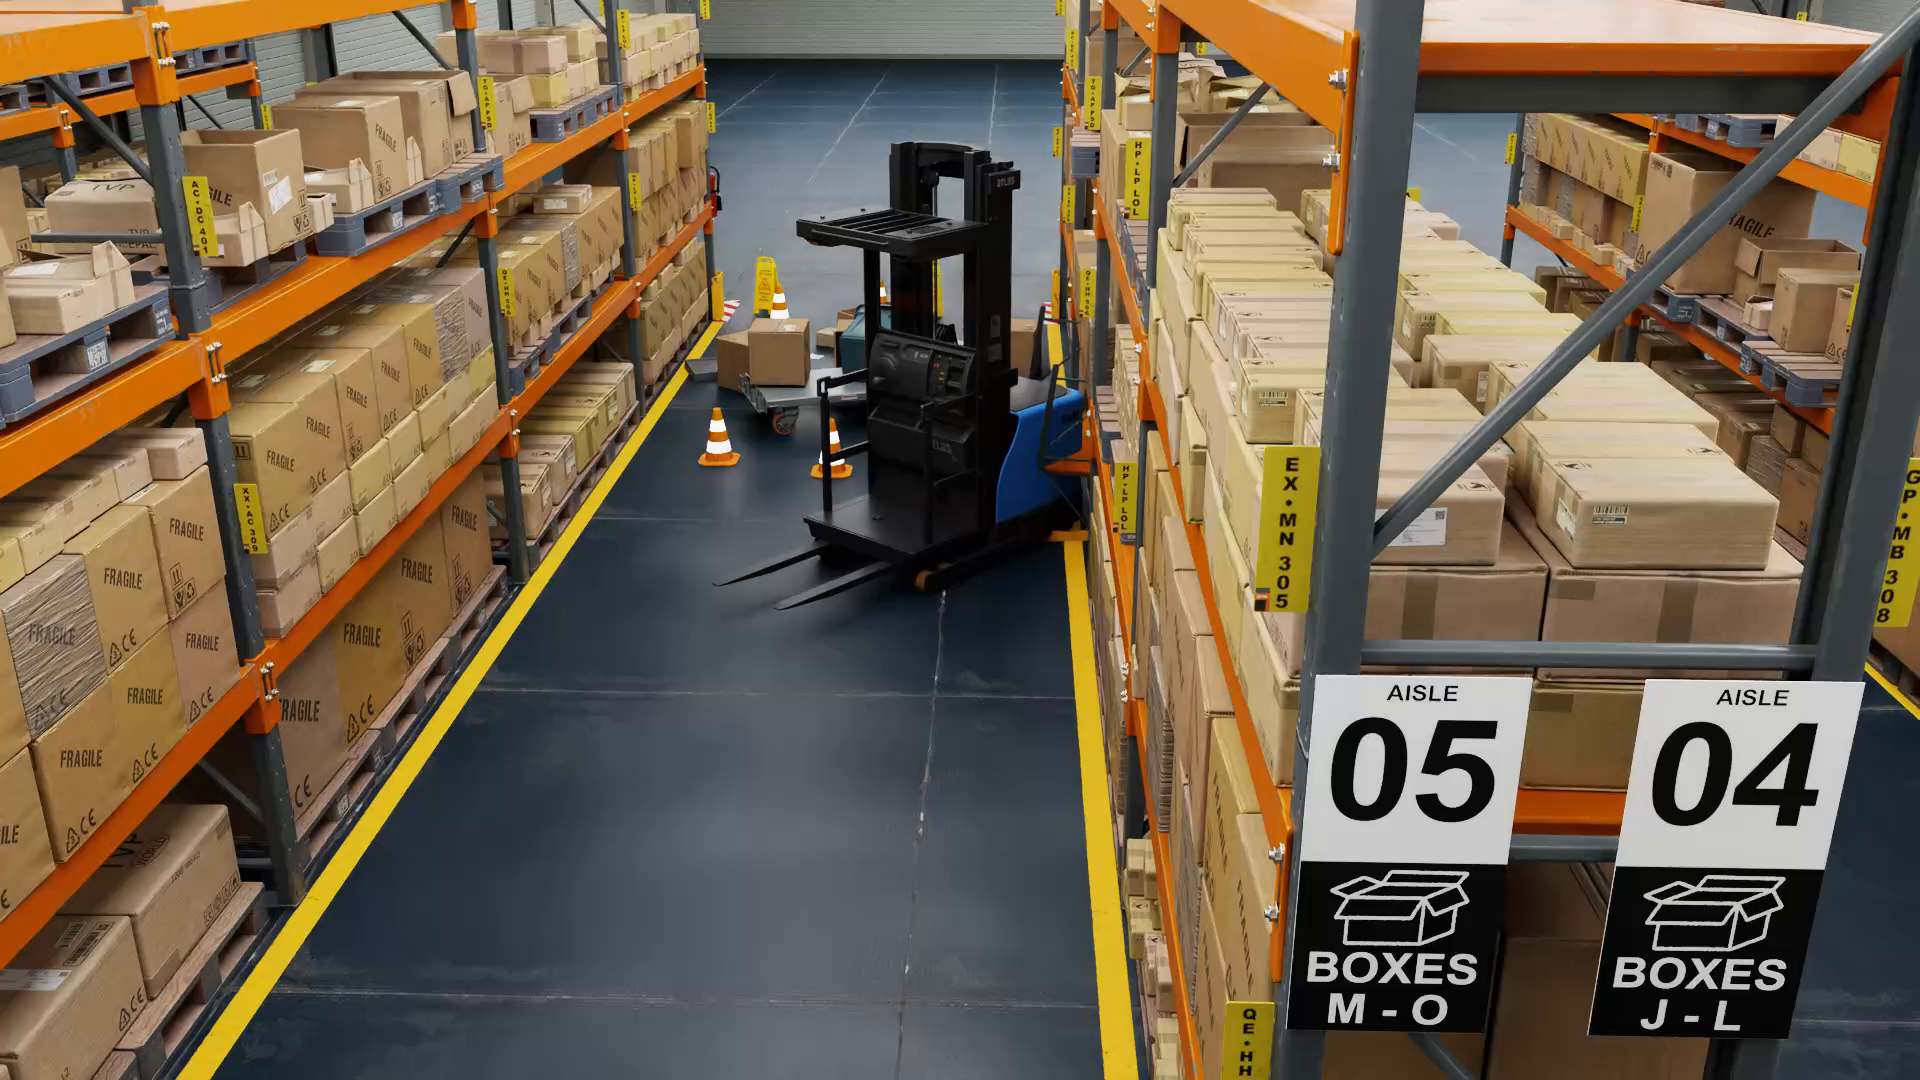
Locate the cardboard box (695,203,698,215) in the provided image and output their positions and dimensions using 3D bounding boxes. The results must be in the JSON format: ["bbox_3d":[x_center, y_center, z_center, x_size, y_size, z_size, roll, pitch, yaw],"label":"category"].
[{"bbox_3d":[-3.034,-3.556,17.894,0.380,0.149,0.250,0,21,1],"label":"cardboard box"}]

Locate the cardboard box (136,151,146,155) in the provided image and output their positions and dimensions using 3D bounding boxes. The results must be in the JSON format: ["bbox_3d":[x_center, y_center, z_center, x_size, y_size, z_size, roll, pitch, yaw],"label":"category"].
[{"bbox_3d":[-8.113,-3.850,16.859,0.380,0.149,0.250,1,21,2],"label":"cardboard box"}]

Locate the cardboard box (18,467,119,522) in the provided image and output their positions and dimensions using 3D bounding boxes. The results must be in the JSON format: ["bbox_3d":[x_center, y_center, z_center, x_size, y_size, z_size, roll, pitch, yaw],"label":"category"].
[{"bbox_3d":[-3.500,-0.173,6.411,0.380,0.149,0.250,1,21,2],"label":"cardboard box"}]

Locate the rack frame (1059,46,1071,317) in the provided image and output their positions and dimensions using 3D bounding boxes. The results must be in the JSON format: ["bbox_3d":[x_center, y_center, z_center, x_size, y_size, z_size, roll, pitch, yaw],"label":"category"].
[{"bbox_3d":[1.641,-3.978,18.634,1.000,3.000,0.127,1,21,2],"label":"rack frame"}]

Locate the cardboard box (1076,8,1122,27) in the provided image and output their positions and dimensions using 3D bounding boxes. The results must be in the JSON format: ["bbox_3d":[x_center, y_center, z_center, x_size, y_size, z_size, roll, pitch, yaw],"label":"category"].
[{"bbox_3d":[1.212,-4.563,14.521,0.380,0.149,0.250,0,21,1],"label":"cardboard box"}]

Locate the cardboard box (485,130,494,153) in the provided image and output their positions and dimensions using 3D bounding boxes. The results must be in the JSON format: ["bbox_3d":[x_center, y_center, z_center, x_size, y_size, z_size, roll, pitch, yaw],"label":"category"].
[{"bbox_3d":[-3.366,-2.643,11.234,0.396,0.266,0.258,1,21,2],"label":"cardboard box"}]

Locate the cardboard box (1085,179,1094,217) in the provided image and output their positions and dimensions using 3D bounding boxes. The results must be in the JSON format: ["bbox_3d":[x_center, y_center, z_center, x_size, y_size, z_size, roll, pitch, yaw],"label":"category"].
[{"bbox_3d":[1.565,-3.238,15.027,0.875,0.550,0.550,1,21,2],"label":"cardboard box"}]

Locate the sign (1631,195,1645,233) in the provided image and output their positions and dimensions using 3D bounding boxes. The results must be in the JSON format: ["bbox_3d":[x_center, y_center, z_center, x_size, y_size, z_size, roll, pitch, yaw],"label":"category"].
[{"bbox_3d":[5.931,-2.847,14.523,0.100,0.325,0.005,1,21,2],"label":"sign"}]

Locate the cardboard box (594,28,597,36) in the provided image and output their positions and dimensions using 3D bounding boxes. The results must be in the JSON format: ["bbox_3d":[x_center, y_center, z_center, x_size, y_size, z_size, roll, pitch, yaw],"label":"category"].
[{"bbox_3d":[-3.668,-4.789,15.824,0.380,0.149,0.250,1,21,2],"label":"cardboard box"}]

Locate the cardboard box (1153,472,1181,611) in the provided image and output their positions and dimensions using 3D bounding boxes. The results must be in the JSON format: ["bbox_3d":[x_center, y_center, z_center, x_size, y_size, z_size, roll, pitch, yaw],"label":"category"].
[{"bbox_3d":[1.018,0.058,6.302,0.500,0.500,0.500,0,21,0],"label":"cardboard box"}]

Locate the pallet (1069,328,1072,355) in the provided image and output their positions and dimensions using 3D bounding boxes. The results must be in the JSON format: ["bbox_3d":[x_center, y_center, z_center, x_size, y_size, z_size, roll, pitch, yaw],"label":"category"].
[{"bbox_3d":[1.655,-1.948,17.257,1.003,0.211,1.213,1,21,2],"label":"pallet"}]

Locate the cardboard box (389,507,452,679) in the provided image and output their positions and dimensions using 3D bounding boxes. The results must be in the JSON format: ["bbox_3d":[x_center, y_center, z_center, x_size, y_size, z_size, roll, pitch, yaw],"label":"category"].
[{"bbox_3d":[-3.689,0.263,10.061,0.875,0.875,0.875,1,21,2],"label":"cardboard box"}]

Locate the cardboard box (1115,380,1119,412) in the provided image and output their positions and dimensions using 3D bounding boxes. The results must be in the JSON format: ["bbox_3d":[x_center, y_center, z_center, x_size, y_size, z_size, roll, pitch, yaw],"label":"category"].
[{"bbox_3d":[1.174,-0.907,10.487,0.380,0.149,0.250,2,21,4],"label":"cardboard box"}]

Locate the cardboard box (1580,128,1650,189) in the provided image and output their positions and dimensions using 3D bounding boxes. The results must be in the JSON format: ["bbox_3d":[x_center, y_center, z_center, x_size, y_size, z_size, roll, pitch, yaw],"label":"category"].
[{"bbox_3d":[6.242,-3.619,15.778,0.500,0.500,0.500,1,21,2],"label":"cardboard box"}]

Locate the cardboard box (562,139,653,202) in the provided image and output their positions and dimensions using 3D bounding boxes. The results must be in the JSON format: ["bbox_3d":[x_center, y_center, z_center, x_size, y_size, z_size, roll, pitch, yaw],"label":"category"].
[{"bbox_3d":[-3.202,-3.358,15.104,0.700,0.500,0.500,0,21,1],"label":"cardboard box"}]

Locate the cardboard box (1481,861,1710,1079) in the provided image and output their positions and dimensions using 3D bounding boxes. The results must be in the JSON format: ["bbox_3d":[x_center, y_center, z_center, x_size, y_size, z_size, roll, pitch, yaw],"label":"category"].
[{"bbox_3d":[1.433,0.996,3.882,0.500,0.500,0.500,1,21,1],"label":"cardboard box"}]

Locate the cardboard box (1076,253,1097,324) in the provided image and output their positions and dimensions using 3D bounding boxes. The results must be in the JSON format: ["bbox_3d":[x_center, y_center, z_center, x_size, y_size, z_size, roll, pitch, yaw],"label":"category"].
[{"bbox_3d":[1.202,-2.028,13.470,0.500,0.500,0.500,1,21,1],"label":"cardboard box"}]

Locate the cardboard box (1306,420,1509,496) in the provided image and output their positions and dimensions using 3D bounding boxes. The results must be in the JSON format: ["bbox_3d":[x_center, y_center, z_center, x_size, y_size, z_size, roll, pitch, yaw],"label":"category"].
[{"bbox_3d":[0.955,-0.152,3.592,0.380,0.149,0.250,1,21,2],"label":"cardboard box"}]

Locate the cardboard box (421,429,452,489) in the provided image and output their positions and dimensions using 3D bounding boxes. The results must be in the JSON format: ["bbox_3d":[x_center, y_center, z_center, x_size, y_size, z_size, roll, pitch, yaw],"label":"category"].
[{"bbox_3d":[-3.340,-0.481,9.829,0.500,0.250,0.500,0,21,1],"label":"cardboard box"}]

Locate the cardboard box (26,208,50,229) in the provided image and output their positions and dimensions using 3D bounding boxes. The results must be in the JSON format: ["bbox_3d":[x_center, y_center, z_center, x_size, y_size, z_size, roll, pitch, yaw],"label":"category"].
[{"bbox_3d":[-8.548,-1.049,11.557,0.655,1.239,7.297,1,21,3],"label":"cardboard box"}]

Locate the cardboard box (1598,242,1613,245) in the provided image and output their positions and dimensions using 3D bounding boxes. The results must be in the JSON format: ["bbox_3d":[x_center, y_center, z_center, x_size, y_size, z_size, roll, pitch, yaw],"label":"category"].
[{"bbox_3d":[6.307,-2.765,15.855,0.380,0.149,0.250,1,21,2],"label":"cardboard box"}]

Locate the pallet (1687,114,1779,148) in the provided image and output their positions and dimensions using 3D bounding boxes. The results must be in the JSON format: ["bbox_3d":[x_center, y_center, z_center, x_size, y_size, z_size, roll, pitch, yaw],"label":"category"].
[{"bbox_3d":[6.320,-3.154,12.624,1.213,0.211,1.003,1,21,2],"label":"pallet"}]

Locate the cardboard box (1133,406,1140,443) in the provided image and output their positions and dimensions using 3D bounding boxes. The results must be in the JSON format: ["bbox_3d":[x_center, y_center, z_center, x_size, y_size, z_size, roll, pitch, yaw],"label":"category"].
[{"bbox_3d":[1.133,-0.614,8.908,0.380,0.149,0.250,0,21,-1],"label":"cardboard box"}]

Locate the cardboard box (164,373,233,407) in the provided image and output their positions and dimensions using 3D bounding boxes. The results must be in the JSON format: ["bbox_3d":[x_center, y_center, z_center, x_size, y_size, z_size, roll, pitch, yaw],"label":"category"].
[{"bbox_3d":[-3.904,-0.521,8.205,0.500,0.500,0.500,1,21,3],"label":"cardboard box"}]

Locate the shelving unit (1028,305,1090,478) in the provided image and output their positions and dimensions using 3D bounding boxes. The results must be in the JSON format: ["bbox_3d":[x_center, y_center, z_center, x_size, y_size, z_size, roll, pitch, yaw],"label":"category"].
[{"bbox_3d":[0.787,-0.872,12.641,0.500,1.500,0.985,5,32,-6],"label":"shelving unit"}]

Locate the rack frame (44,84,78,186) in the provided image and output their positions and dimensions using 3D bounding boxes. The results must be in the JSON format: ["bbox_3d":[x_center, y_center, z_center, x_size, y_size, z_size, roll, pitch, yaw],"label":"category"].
[{"bbox_3d":[-8.393,-2.603,15.090,1.000,3.000,0.127,1,21,2],"label":"rack frame"}]

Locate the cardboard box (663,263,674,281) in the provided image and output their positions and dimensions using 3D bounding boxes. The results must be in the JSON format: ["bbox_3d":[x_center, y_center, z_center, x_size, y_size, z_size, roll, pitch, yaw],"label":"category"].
[{"bbox_3d":[-3.061,-2.653,16.508,0.380,0.149,0.250,2,21,5],"label":"cardboard box"}]

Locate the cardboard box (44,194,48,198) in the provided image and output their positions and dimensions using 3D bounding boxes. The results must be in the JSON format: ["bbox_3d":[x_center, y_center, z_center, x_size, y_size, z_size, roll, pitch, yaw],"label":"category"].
[{"bbox_3d":[-8.667,-3.162,15.496,0.380,0.149,0.250,0,21,0],"label":"cardboard box"}]

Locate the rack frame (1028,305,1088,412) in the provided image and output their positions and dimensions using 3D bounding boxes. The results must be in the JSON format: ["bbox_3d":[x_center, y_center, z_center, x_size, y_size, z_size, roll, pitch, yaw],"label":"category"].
[{"bbox_3d":[0.764,-1.125,13.045,0.500,1.500,0.032,5,32,-6],"label":"rack frame"}]

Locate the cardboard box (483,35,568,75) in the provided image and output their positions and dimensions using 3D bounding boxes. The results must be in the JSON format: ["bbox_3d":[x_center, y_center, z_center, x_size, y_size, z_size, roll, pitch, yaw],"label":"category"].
[{"bbox_3d":[-3.331,-3.727,12.776,0.500,0.250,0.500,1,21,3],"label":"cardboard box"}]

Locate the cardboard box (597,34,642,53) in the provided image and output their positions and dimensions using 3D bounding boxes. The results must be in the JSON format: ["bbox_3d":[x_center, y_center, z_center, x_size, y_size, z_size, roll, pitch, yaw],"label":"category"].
[{"bbox_3d":[-3.100,-4.502,15.085,0.380,0.149,0.250,0,21,0],"label":"cardboard box"}]

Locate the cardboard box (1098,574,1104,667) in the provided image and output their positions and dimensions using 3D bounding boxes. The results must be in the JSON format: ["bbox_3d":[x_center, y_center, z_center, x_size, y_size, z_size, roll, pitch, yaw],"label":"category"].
[{"bbox_3d":[1.098,0.505,9.956,0.500,0.500,0.500,0,21,0],"label":"cardboard box"}]

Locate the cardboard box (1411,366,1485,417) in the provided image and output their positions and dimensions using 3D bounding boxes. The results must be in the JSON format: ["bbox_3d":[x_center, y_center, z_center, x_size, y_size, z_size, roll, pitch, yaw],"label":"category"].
[{"bbox_3d":[1.469,-0.281,4.477,0.500,0.250,0.500,1,21,2],"label":"cardboard box"}]

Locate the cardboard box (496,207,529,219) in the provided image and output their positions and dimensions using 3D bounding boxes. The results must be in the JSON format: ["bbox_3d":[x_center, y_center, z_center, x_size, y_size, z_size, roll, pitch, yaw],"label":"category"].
[{"bbox_3d":[-3.776,-2.404,13.449,0.500,0.500,0.500,1,21,1],"label":"cardboard box"}]

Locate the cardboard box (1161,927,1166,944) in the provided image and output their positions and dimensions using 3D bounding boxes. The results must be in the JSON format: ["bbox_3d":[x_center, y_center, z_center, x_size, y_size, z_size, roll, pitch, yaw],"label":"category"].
[{"bbox_3d":[1.056,1.664,7.043,0.380,0.149,0.250,1,21,1],"label":"cardboard box"}]

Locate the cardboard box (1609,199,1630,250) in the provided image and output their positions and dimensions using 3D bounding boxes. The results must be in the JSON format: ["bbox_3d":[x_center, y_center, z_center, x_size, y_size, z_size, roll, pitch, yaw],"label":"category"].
[{"bbox_3d":[6.600,-2.968,15.482,0.875,0.500,0.500,1,21,2],"label":"cardboard box"}]

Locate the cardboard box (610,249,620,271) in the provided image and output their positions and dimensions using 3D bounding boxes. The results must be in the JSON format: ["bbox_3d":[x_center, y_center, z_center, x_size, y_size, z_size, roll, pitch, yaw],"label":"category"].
[{"bbox_3d":[-3.171,-2.439,14.435,0.380,0.149,0.250,1,21,2],"label":"cardboard box"}]

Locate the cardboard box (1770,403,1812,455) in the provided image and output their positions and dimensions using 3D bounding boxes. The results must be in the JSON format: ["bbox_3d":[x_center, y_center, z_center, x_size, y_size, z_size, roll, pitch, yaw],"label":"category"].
[{"bbox_3d":[6.349,-0.818,12.301,0.500,0.250,0.500,3,21,8],"label":"cardboard box"}]

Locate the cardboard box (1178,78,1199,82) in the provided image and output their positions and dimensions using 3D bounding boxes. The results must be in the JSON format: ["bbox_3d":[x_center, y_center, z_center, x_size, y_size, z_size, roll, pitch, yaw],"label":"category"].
[{"bbox_3d":[1.655,-3.097,11.705,0.500,0.250,0.500,1,21,3],"label":"cardboard box"}]

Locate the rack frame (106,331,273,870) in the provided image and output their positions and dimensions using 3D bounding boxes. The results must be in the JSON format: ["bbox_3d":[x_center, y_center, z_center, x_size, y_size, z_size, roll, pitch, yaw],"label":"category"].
[{"bbox_3d":[-3.678,0.343,7.498,0.949,2.616,0.053,1,21,2],"label":"rack frame"}]

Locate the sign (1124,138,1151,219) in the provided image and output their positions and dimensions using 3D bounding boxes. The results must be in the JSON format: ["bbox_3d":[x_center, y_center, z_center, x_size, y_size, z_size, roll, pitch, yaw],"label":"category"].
[{"bbox_3d":[0.721,-1.467,6.757,0.100,0.325,0.005,1,21,2],"label":"sign"}]

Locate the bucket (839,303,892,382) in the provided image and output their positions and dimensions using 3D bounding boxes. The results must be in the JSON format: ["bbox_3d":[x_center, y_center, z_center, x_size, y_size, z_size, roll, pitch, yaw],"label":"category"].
[{"bbox_3d":[-0.781,-1.789,15.416,0.726,0.611,0.620,8,33,20],"label":"bucket"}]

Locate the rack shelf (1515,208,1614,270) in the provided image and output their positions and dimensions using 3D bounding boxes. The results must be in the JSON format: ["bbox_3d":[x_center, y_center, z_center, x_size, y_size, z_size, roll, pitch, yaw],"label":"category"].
[{"bbox_3d":[-1.122,-0.723,11.240,15.872,0.370,15.908,1,21,2],"label":"rack shelf"}]

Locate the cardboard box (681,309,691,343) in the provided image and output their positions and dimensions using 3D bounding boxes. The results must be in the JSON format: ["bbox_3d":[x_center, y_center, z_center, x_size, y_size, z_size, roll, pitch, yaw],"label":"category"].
[{"bbox_3d":[-3.100,-2.238,17.370,0.500,0.250,0.500,0,21,0],"label":"cardboard box"}]

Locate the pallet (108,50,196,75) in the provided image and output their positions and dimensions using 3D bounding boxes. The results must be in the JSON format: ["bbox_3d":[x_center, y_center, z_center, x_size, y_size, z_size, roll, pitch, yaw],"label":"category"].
[{"bbox_3d":[-8.353,-4.709,16.493,1.003,0.211,1.213,1,21,2],"label":"pallet"}]

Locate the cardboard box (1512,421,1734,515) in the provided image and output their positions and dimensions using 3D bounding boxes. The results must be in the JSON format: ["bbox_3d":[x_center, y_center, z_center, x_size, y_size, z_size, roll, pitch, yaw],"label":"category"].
[{"bbox_3d":[1.417,-0.147,3.579,0.380,0.149,0.250,1,21,4],"label":"cardboard box"}]

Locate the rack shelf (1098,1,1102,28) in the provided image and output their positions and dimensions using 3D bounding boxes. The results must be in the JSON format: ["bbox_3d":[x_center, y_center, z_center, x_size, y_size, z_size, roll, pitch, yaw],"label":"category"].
[{"bbox_3d":[1.458,-4.083,12.160,1.077,0.370,4.000,1,21,2],"label":"rack shelf"}]

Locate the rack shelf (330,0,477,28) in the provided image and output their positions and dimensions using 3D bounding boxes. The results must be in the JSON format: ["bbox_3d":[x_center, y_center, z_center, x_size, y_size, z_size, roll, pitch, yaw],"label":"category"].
[{"bbox_3d":[-3.492,-4.101,12.206,1.077,0.370,4.000,1,21,2],"label":"rack shelf"}]

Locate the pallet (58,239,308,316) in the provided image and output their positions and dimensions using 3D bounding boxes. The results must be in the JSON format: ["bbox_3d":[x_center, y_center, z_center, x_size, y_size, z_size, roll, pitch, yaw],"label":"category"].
[{"bbox_3d":[-3.696,-1.298,7.846,0.805,0.209,1.217,0,21,-1],"label":"pallet"}]

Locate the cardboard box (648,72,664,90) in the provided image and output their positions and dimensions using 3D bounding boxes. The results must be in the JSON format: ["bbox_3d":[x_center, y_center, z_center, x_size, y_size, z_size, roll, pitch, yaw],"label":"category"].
[{"bbox_3d":[-3.050,-4.406,15.938,0.380,0.149,0.250,0,21,1],"label":"cardboard box"}]

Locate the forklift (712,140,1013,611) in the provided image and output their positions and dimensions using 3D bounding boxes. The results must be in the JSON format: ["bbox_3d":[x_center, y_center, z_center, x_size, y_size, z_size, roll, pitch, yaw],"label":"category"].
[{"bbox_3d":[-0.527,-1.402,12.091,2.033,2.935,3.733,18,27,38],"label":"forklift"}]
